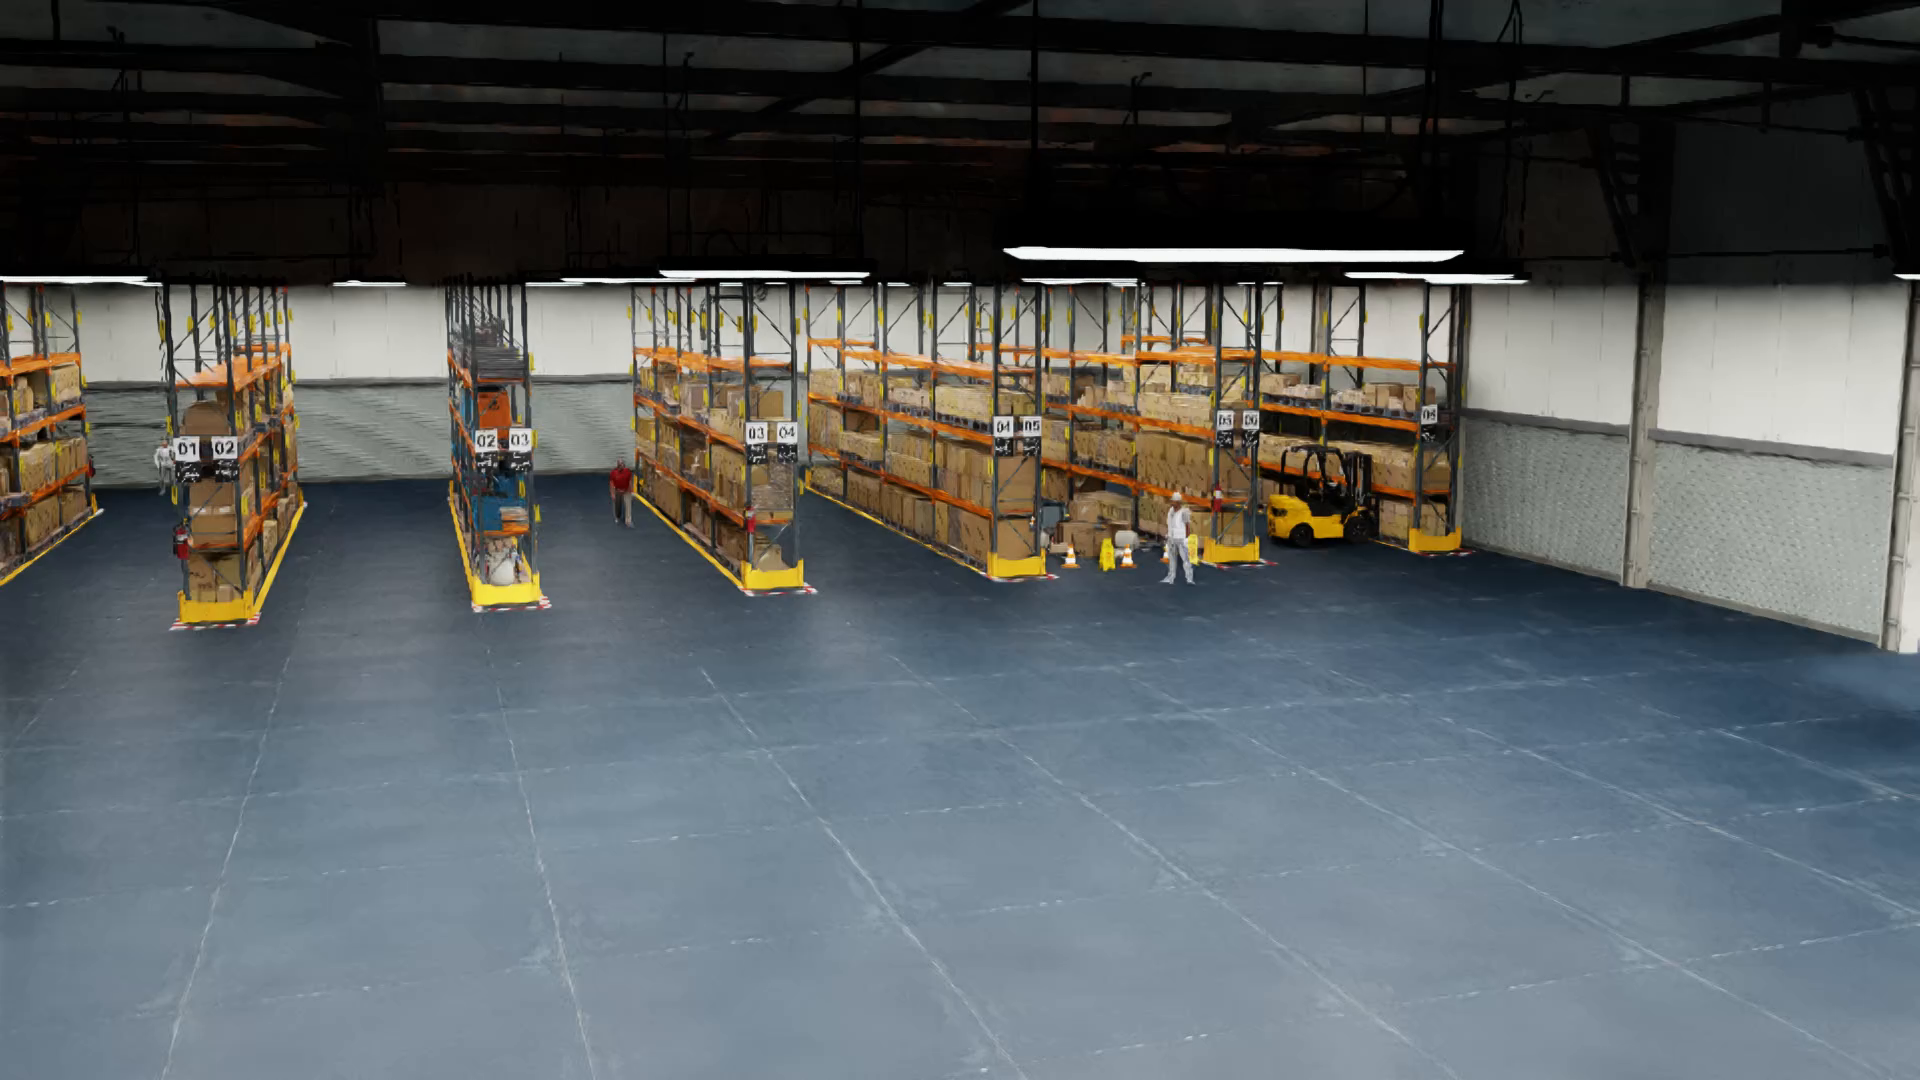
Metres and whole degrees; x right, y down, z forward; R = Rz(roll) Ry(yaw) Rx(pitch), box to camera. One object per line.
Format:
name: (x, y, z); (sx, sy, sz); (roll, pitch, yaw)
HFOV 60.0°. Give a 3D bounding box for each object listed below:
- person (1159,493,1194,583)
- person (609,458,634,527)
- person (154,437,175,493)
person: (4.256, -0.035, 32.460); (0.563, 1.785, 0.669); (-7, 11, -39)
person: (-8.194, -1.162, 40.202); (0.542, 1.645, 1.126); (-3, 9, -16)
person: (-22.201, -2.091, 46.546); (0.637, 1.632, 0.512); (-3, 9, -20)
